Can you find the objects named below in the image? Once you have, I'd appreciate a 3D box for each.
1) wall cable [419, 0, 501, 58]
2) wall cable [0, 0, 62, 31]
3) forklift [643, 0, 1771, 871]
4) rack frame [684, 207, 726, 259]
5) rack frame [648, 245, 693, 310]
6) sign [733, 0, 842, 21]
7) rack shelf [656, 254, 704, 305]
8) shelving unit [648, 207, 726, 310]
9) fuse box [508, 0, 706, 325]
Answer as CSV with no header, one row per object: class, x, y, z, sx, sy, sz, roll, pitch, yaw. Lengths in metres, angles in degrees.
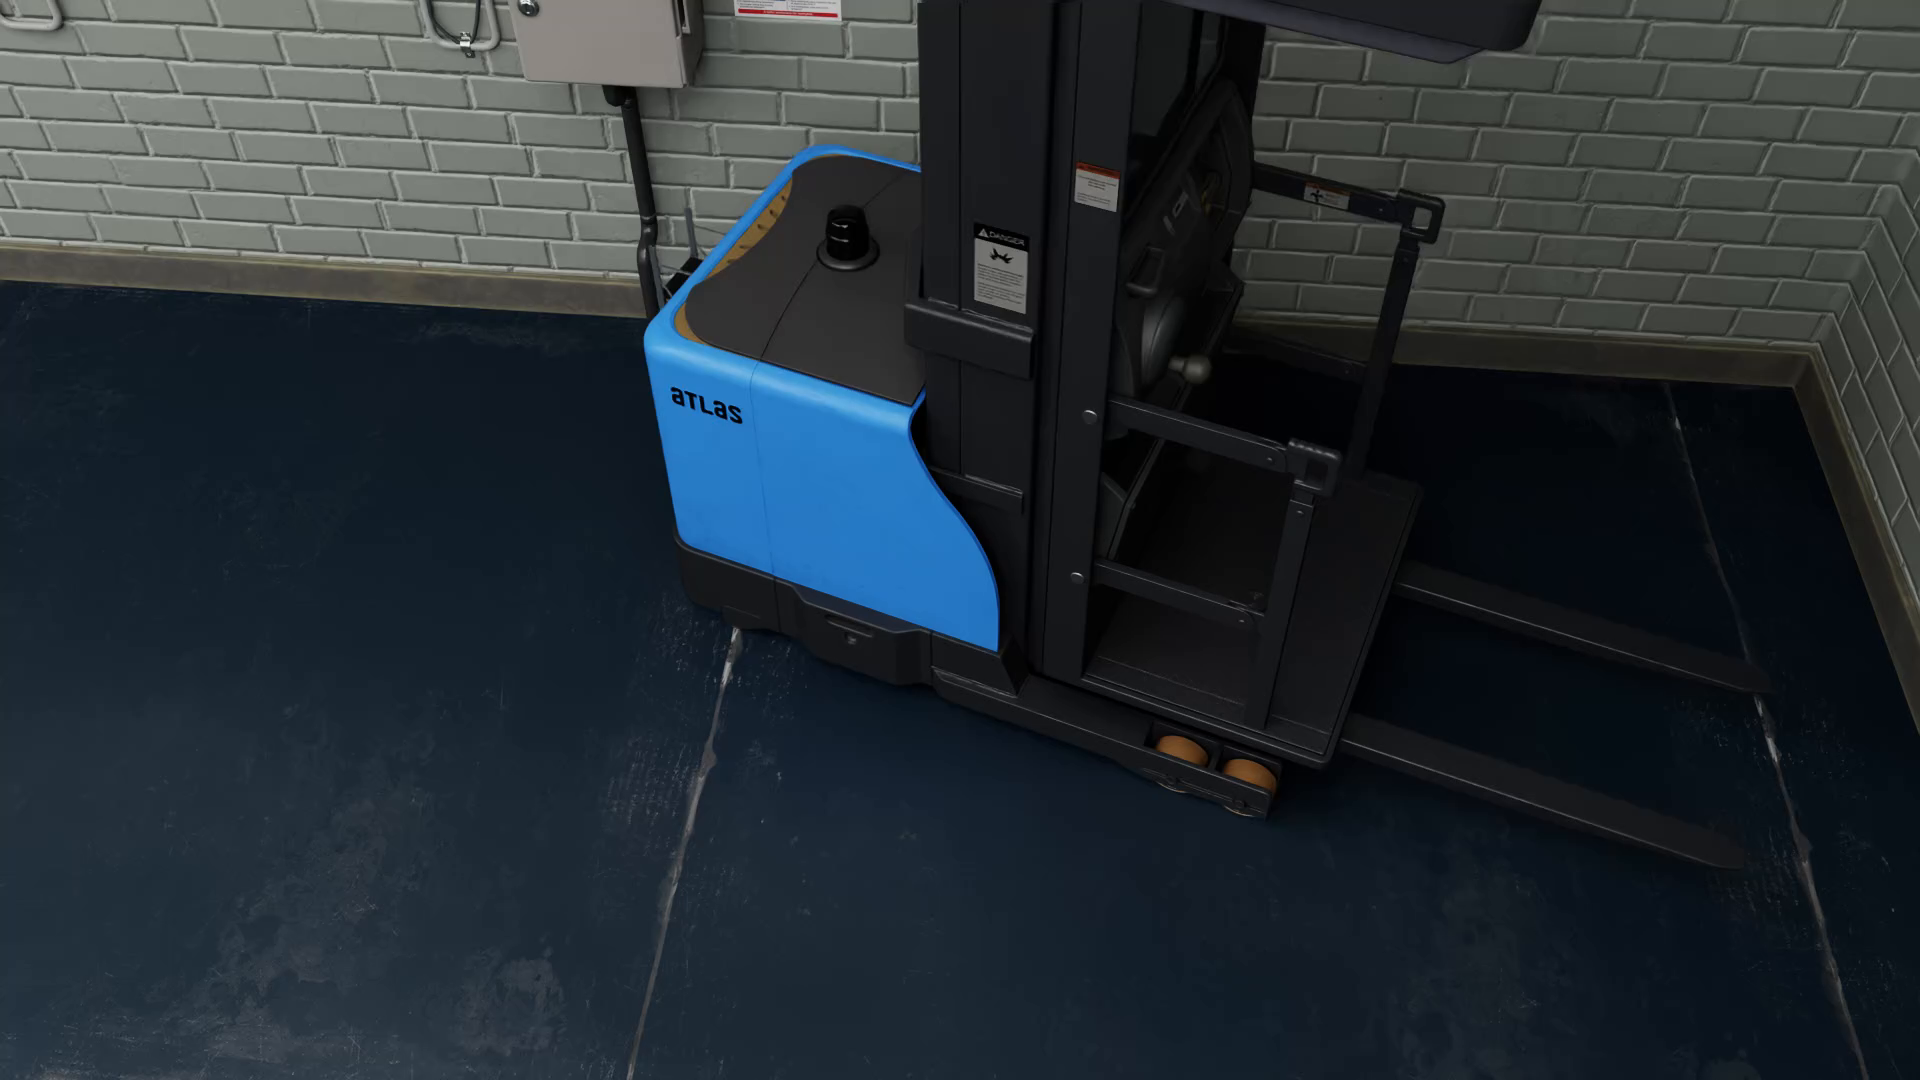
wall cable,-1.700,-2.174,4.517,0.588,1.984,0.122,4,48,4
wall cable,-3.113,-2.272,4.585,0.585,1.953,0.123,4,48,4
forklift,0.723,-0.683,3.888,3.031,2.935,1.130,18,50,16
rack frame,-0.707,-0.649,5.233,0.240,0.900,0.006,18,50,16
rack frame,-0.788,-0.512,5.107,0.240,0.900,0.006,18,50,16
sign,-0.524,-1.757,4.888,0.329,0.494,0.001,4,48,4
rack shelf,-0.748,-0.740,4.996,0.258,0.077,0.200,18,50,16
shelving unit,-0.748,-0.580,5.170,0.258,0.900,0.210,18,50,16
fuse box,-1.035,-1.235,5.220,0.539,1.711,0.414,4,48,4
